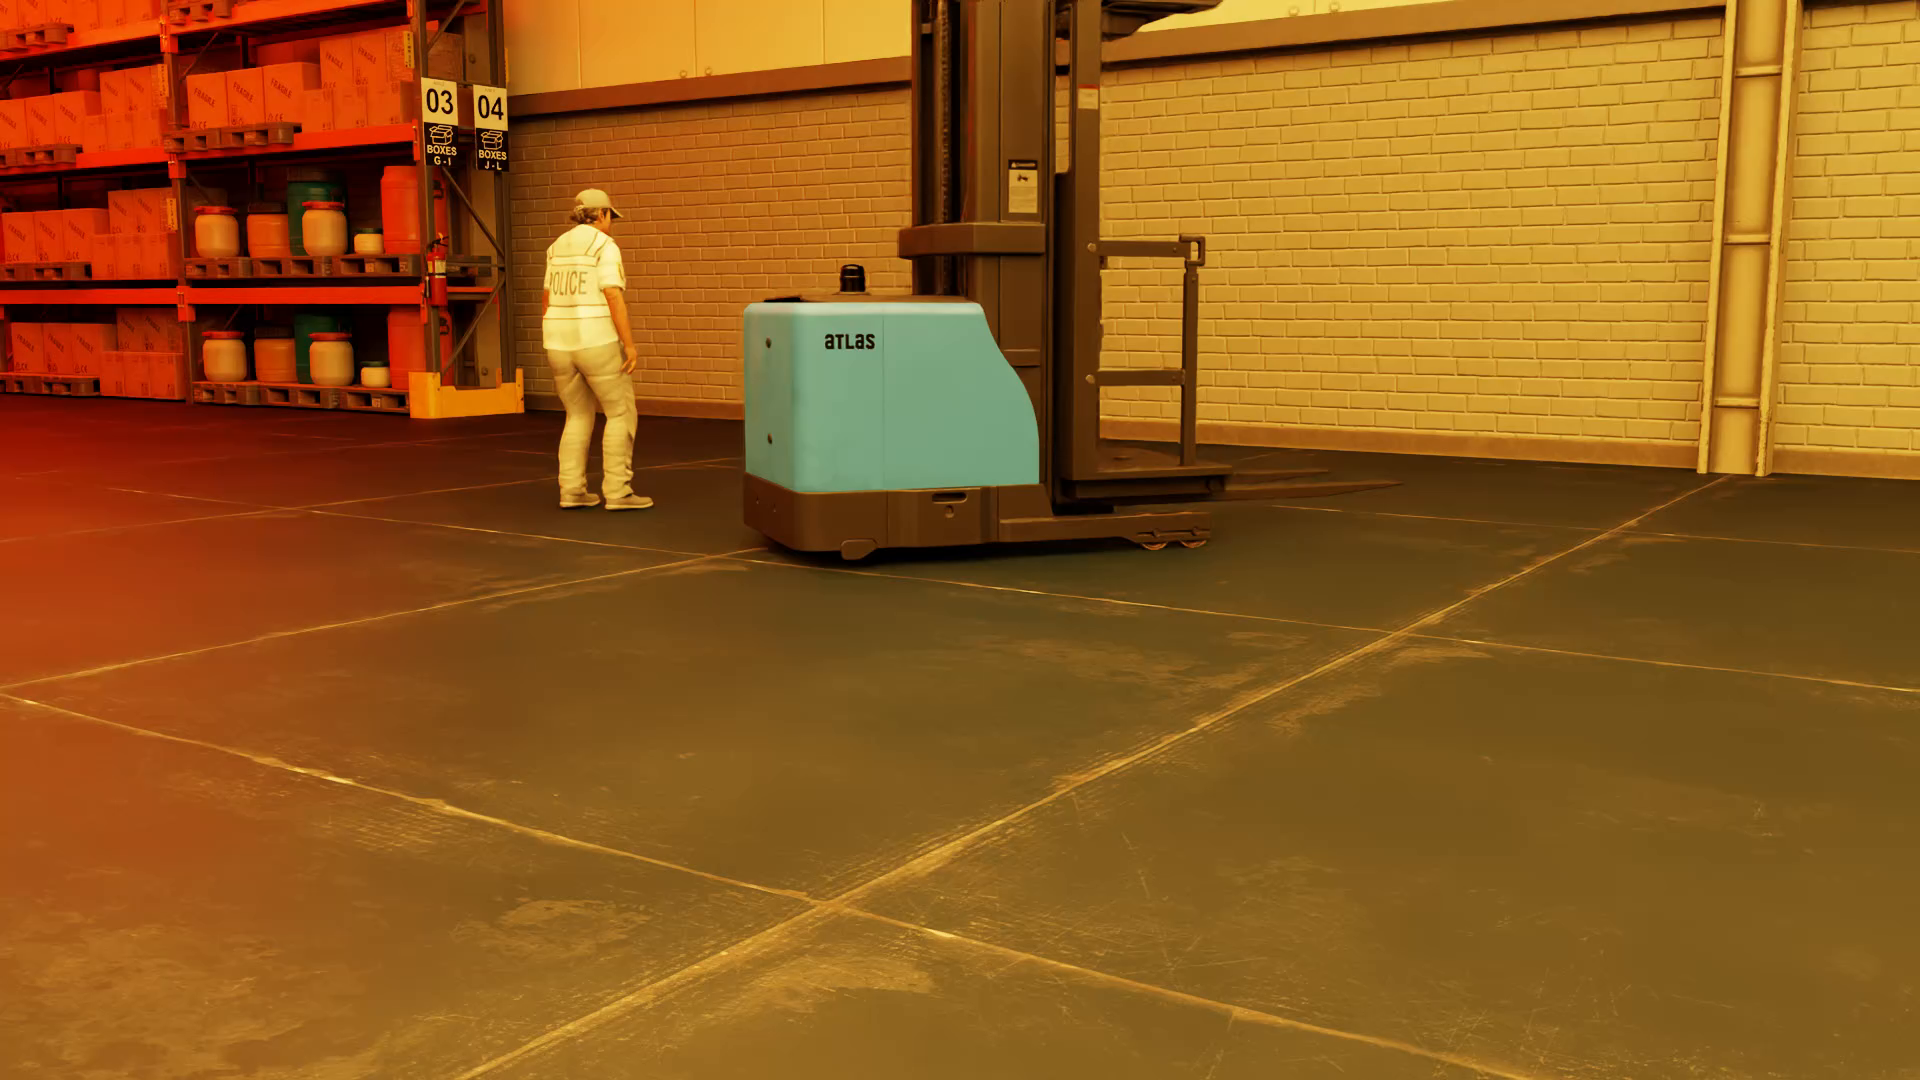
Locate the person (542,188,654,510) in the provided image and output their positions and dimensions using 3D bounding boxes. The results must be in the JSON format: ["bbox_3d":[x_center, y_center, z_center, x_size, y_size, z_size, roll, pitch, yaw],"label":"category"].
[{"bbox_3d":[-1.916,-0.993,8.688,0.551,1.664,0.462,5,9,30],"label":"person"}]

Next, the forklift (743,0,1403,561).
[{"bbox_3d":[0.582,-1.471,7.537,3.031,2.935,1.130,-3,9,-20],"label":"forklift"}]
